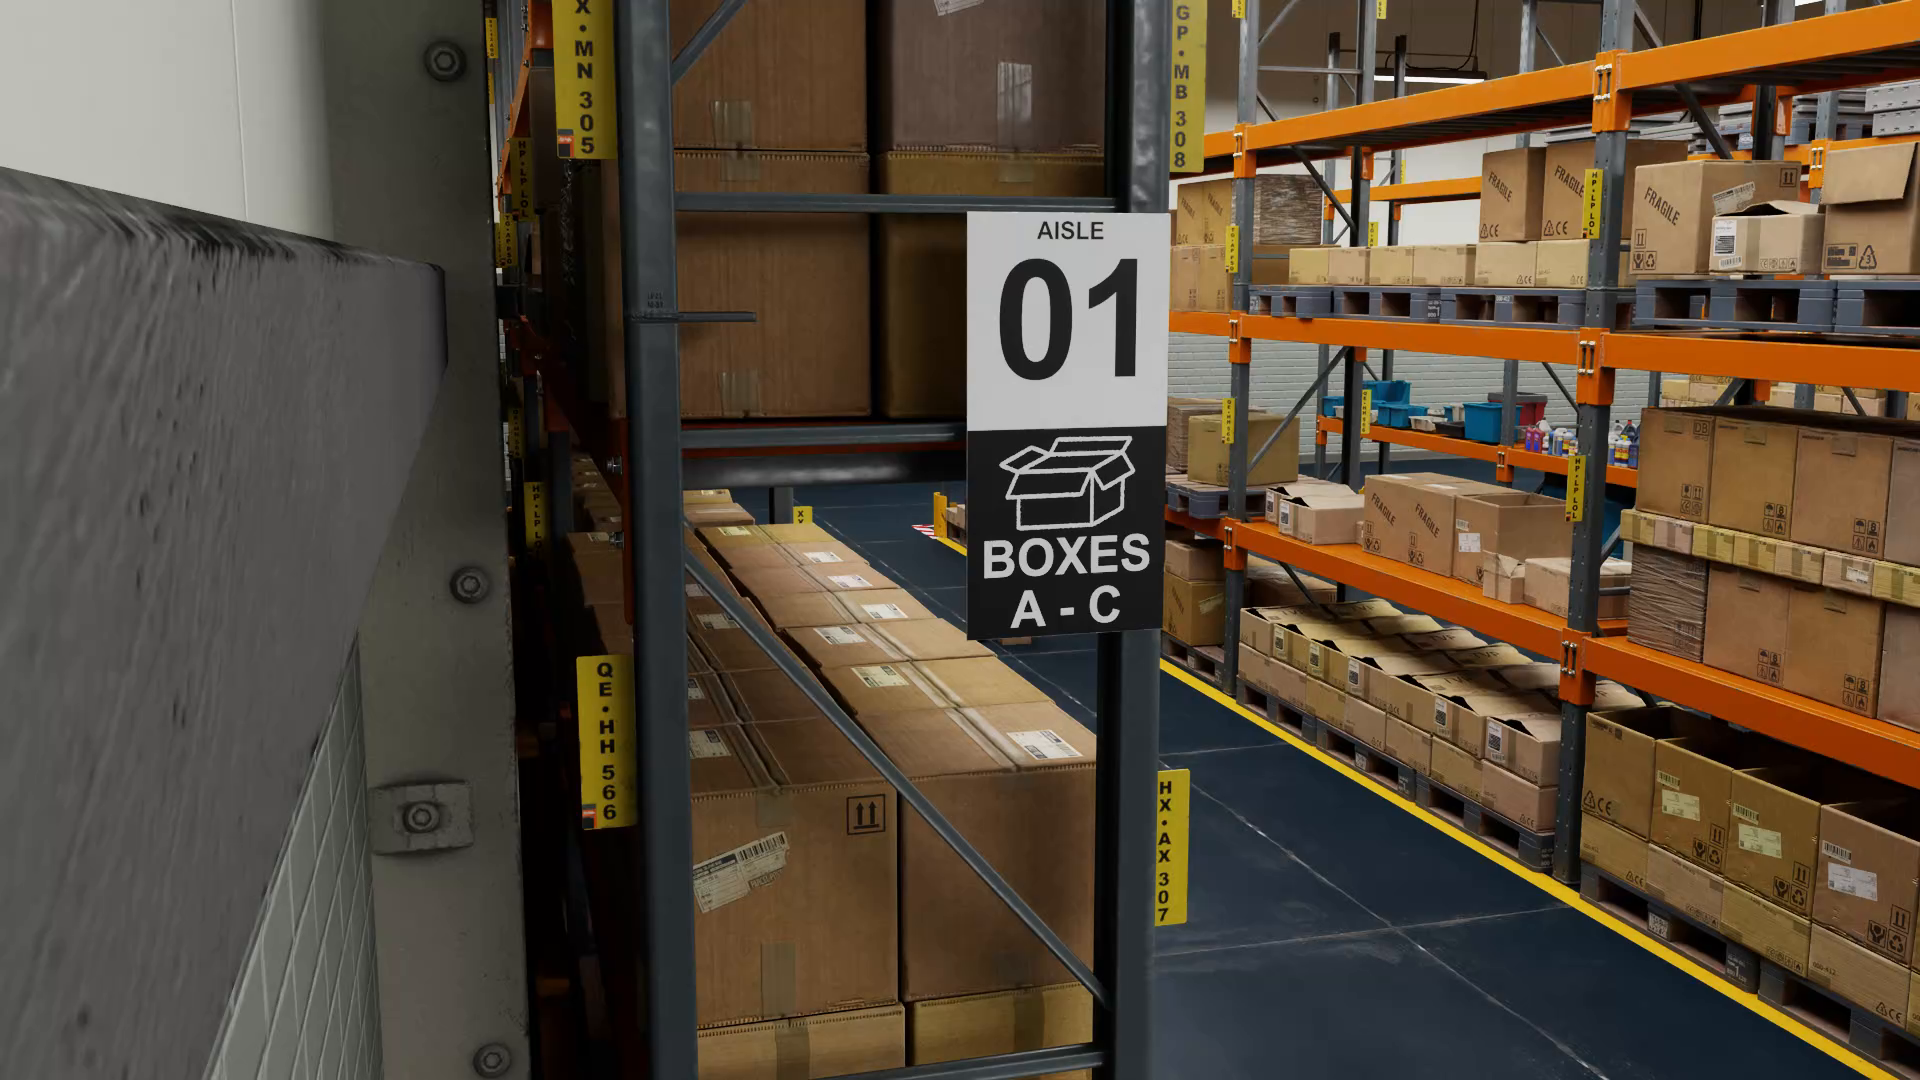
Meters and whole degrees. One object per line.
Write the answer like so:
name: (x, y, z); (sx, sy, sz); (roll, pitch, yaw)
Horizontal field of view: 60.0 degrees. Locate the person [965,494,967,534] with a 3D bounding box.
person: (0.348, -0.049, 14.227); (0.647, 1.773, 0.430); (-3, 10, -19)
